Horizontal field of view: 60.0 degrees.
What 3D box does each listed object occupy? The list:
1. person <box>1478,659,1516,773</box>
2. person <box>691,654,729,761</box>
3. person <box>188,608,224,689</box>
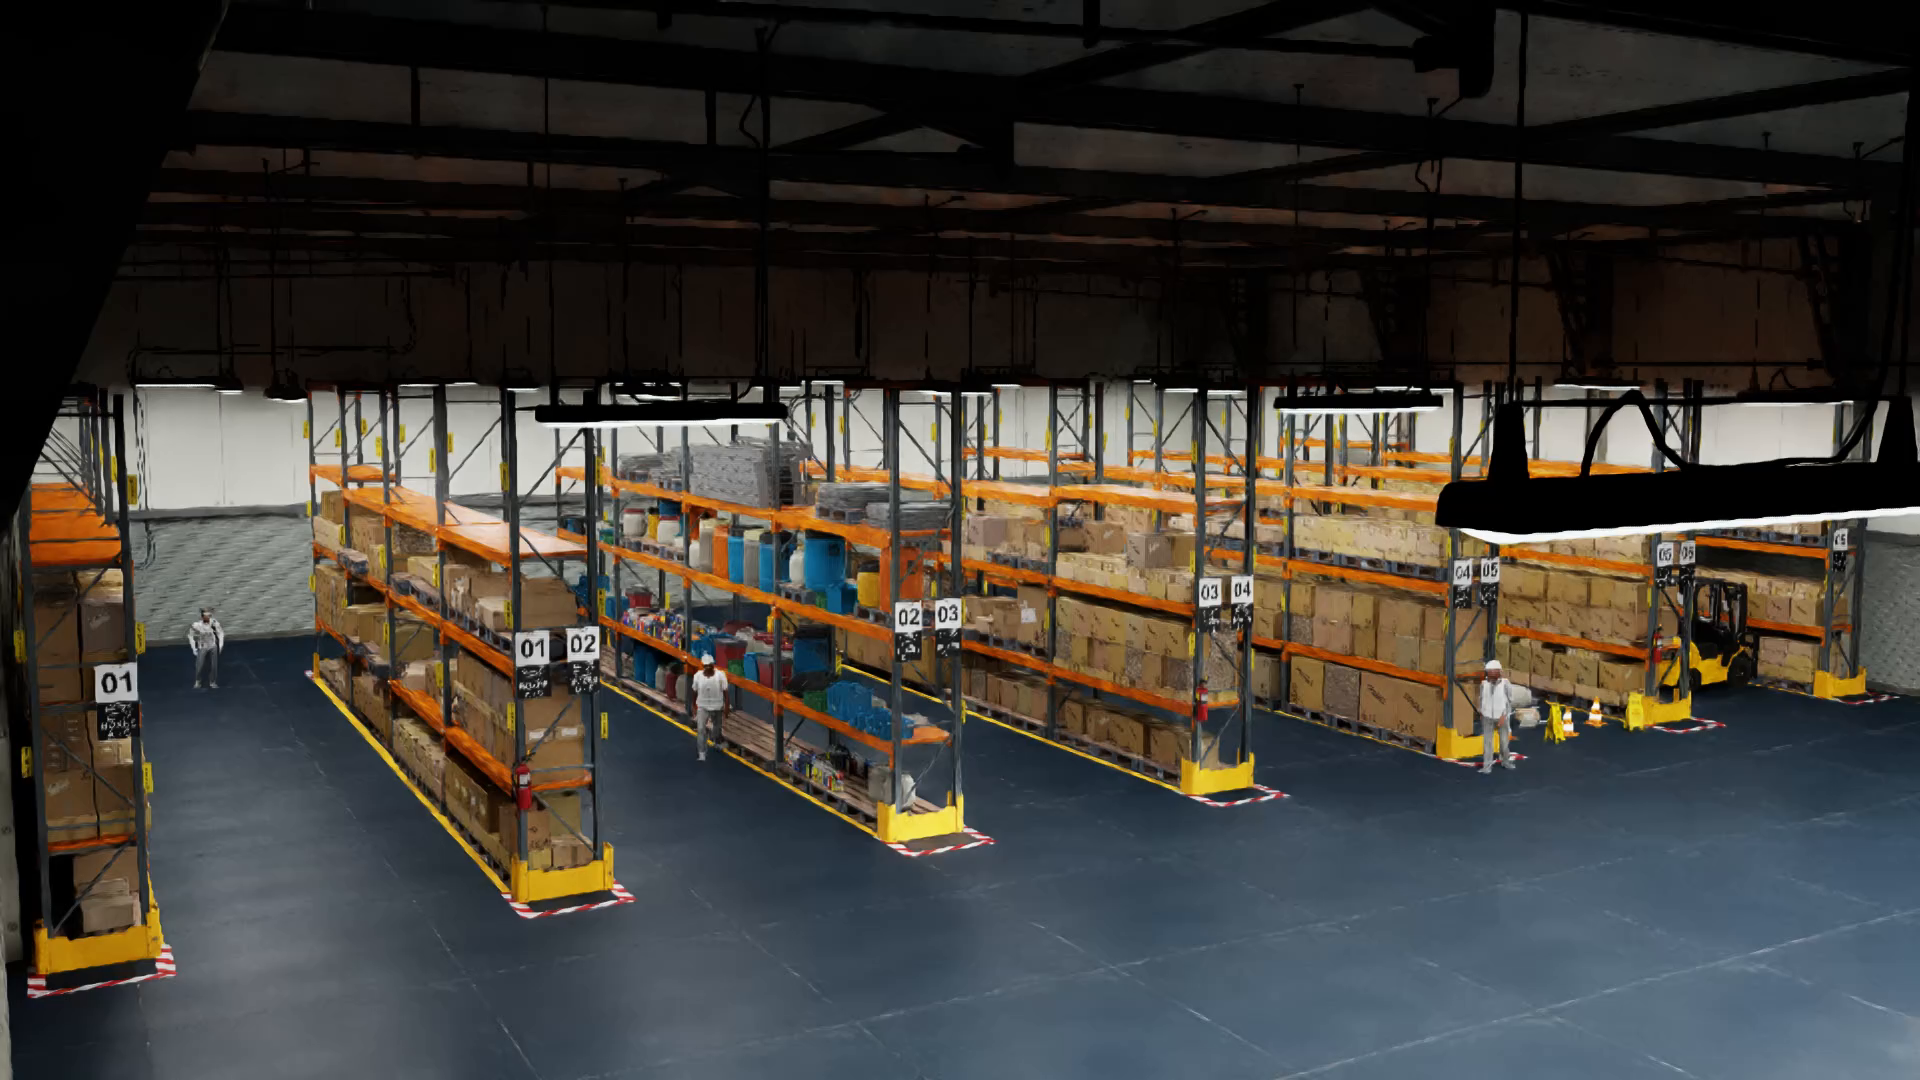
[{"bbox_3d":[8.320,2.719,25.794,0.555,1.769,0.700,4,7,34],"label":"person"},{"bbox_3d":[-4.009,2.653,26.686,0.616,1.712,0.970,-1,6,-9],"label":"person"},{"bbox_3d":[-14.638,2.094,32.311,0.639,1.632,0.512,-4,7,-31],"label":"person"}]
